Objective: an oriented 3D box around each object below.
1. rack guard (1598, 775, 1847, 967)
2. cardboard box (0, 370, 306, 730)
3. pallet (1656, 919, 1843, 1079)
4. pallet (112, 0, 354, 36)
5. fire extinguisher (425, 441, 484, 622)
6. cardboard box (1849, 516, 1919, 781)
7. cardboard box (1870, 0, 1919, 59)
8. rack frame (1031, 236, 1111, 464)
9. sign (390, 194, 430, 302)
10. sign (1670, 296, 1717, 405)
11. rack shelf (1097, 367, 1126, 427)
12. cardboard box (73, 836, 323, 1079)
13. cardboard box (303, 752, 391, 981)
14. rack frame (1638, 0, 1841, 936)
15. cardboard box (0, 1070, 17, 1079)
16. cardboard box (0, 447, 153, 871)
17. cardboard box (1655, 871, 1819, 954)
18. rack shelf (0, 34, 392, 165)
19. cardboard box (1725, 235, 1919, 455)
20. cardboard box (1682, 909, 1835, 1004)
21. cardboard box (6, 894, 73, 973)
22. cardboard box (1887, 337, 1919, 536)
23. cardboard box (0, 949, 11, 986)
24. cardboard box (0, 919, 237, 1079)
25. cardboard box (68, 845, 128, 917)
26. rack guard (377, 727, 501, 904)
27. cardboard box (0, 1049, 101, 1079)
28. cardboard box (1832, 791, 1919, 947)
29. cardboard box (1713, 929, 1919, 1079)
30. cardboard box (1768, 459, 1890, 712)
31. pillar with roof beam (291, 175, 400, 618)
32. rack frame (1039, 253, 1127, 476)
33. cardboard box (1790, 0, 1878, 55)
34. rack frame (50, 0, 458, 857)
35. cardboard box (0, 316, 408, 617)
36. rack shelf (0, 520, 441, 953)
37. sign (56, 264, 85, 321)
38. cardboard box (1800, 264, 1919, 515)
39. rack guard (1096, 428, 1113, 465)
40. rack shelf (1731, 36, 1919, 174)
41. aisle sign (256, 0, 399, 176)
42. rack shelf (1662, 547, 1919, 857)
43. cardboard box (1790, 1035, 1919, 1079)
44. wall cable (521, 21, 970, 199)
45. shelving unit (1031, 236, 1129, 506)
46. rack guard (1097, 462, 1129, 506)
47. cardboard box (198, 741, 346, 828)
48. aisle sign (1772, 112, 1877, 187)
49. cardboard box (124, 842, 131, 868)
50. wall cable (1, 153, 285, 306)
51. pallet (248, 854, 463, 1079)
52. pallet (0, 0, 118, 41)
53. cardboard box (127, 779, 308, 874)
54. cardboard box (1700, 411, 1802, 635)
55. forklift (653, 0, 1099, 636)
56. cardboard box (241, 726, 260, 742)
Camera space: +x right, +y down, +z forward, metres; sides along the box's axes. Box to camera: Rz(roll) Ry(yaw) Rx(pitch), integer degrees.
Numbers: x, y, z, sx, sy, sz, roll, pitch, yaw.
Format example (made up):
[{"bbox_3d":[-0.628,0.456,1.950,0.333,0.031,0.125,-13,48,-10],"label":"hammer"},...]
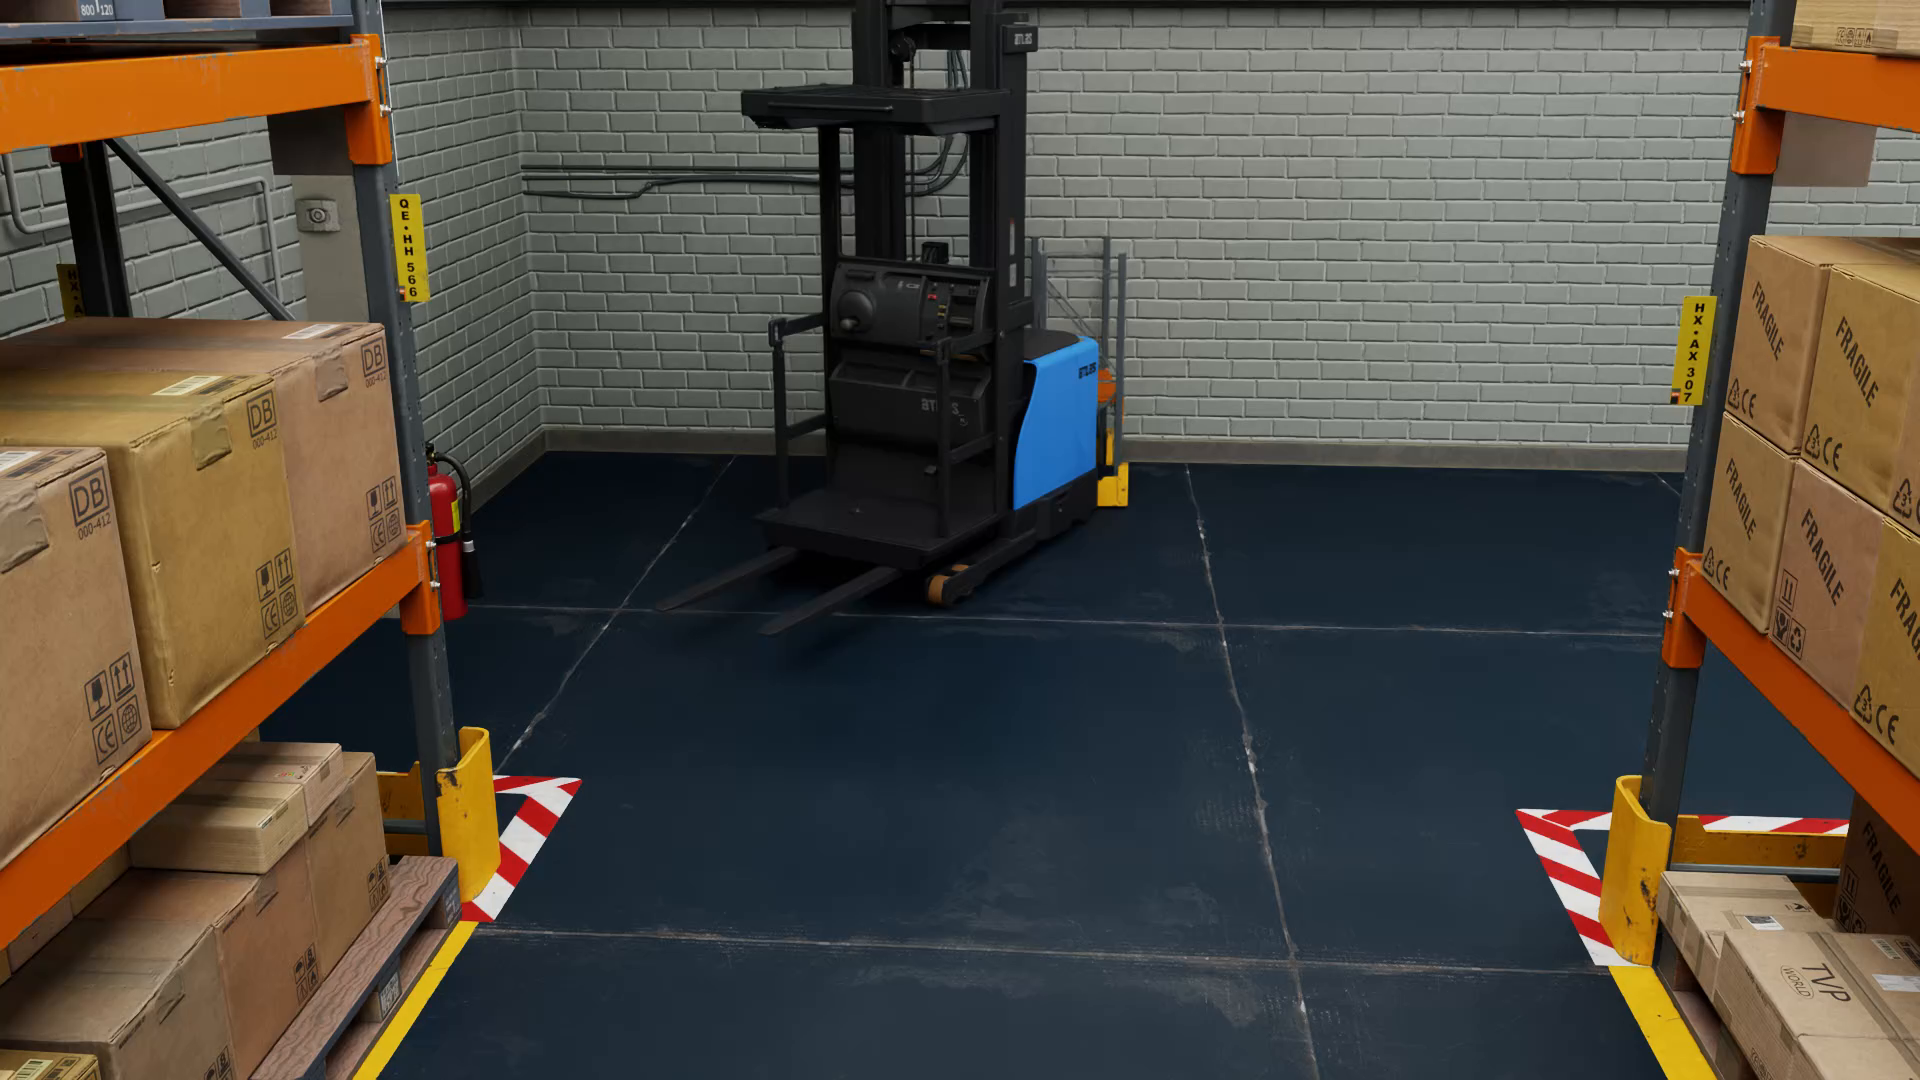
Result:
[{"bbox_3d":[2.710,1.075,5.339,1.175,0.500,0.348,1,18,4],"label":"rack guard"},{"bbox_3d":[-2.294,-0.003,4.134,0.980,0.700,0.700,1,18,3],"label":"cardboard box"},{"bbox_3d":[2.654,1.460,4.628,1.003,0.211,1.213,1,18,4],"label":"pallet"},{"bbox_3d":[-2.269,-1.398,4.198,1.003,0.211,1.213,1,18,4],"label":"pallet"},{"bbox_3d":[-1.755,-0.068,5.537,0.296,0.674,0.183,1,18,4],"label":"fire extinguisher"},{"bbox_3d":[2.350,0.264,3.638,0.500,0.500,0.500,1,18,4],"label":"cardboard box"},{"bbox_3d":[2.376,-1.181,3.635,0.500,0.250,0.500,1,18,4],"label":"cardboard box"},{"bbox_3d":[0.708,-1.206,10.763,0.500,1.500,0.032,0,16,0],"label":"rack frame"},{"bbox_3d":[-1.686,-0.892,5.088,0.100,0.325,0.005,1,18,4],"label":"sign"},{"bbox_3d":[2.174,-0.560,4.923,0.100,0.325,0.005,1,18,4],"label":"sign"},{"bbox_3d":[0.710,-0.894,10.323,0.538,0.185,1.000,0,16,0],"label":"rack shelf"},{"bbox_3d":[-2.212,1.118,4.535,0.700,0.500,0.500,1,18,4],"label":"cardboard box"},{"bbox_3d":[-2.176,0.962,5.009,0.700,0.500,0.500,1,18,4],"label":"cardboard box"},{"bbox_3d":[2.715,-0.136,5.021,1.000,3.000,0.127,1,18,4],"label":"rack frame"},{"bbox_3d":[-2.113,1.182,3.296,0.380,0.149,0.250,1,18,2],"label":"cardboard box"},{"bbox_3d":[-2.357,0.233,3.412,0.980,0.700,0.700,0,18,1],"label":"cardboard box"},{"bbox_3d":[2.342,1.132,5.023,0.380,0.149,0.250,1,18,4],"label":"cardboard box"},{"bbox_3d":[-2.369,-0.708,3.105,1.077,0.370,4.000,1,18,4],"label":"rack shelf"},{"bbox_3d":[2.420,-0.527,4.447,0.500,0.500,0.500,2,18,6],"label":"cardboard box"},{"bbox_3d":[2.325,1.201,4.784,0.380,0.166,0.250,1,18,4],"label":"cardboard box"},{"bbox_3d":[-2.438,0.925,4.081,0.380,0.149,0.250,2,18,5],"label":"cardboard box"},{"bbox_3d":[2.350,-0.209,3.478,0.500,0.500,0.500,2,18,5],"label":"cardboard box"},{"bbox_3d":[-2.456,1.005,3.838,0.380,0.149,0.250,1,18,4],"label":"cardboard box"},{"bbox_3d":[-2.248,1.274,4.058,0.700,0.500,0.500,1,18,2],"label":"cardboard box"},{"bbox_3d":[-2.421,0.846,4.323,0.380,0.149,0.250,1,18,4],"label":"cardboard box"},{"bbox_3d":[-2.224,0.935,5.767,1.175,0.500,0.348,1,18,4],"label":"rack guard"},{"bbox_3d":[-2.278,1.440,3.552,0.700,0.500,0.500,2,18,5],"label":"cardboard box"},{"bbox_3d":[2.922,1.017,4.810,0.500,0.500,0.500,1,18,4],"label":"cardboard box"},{"bbox_3d":[2.358,1.279,4.411,0.500,0.250,0.500,1,18,4],"label":"cardboard box"},{"bbox_3d":[2.389,0.109,4.114,0.500,0.500,0.500,1,18,3],"label":"cardboard box"},{"bbox_3d":[1.399,-3.858,6.746,9.100,9.000,0.400,1,18,4],"label":"pillar with roof beam"},{"bbox_3d":[0.711,-0.929,9.784,0.500,1.500,0.032,0,16,0],"label":"rack frame"},{"bbox_3d":[2.425,-1.336,4.108,0.500,0.250,0.500,1,18,4],"label":"cardboard box"},{"bbox_3d":[-2.226,-0.246,5.355,1.000,3.000,0.127,1,18,4],"label":"rack frame"},{"bbox_3d":[-2.252,-0.230,4.825,0.980,0.700,0.700,2,18,6],"label":"cardboard box"},{"bbox_3d":[-2.369,0.717,3.572,1.077,0.370,4.000,1,18,4],"label":"rack shelf"},{"bbox_3d":[-2.779,-0.709,5.252,0.100,0.325,0.005,1,18,4],"label":"sign"},{"bbox_3d":[2.391,-0.364,3.951,0.500,0.500,0.500,1,18,4],"label":"cardboard box"},{"bbox_3d":[0.710,-0.604,10.932,0.587,0.250,0.087,0,16,0],"label":"rack guard"},{"bbox_3d":[2.572,-0.599,2.771,1.077,0.370,4.000,1,18,4],"label":"rack shelf"},{"bbox_3d":[-1.922,-1.497,4.998,0.394,0.787,0.004,1,18,4],"label":"aisle sign"},{"bbox_3d":[2.572,0.827,3.238,1.077,0.370,4.000,1,18,4],"label":"rack shelf"},{"bbox_3d":[2.322,1.435,3.937,0.500,0.250,0.500,1,18,4],"label":"cardboard box"},{"bbox_3d":[-1.464,-3.370,10.241,3.097,2.526,0.112,1,18,4],"label":"wall cable"},{"bbox_3d":[0.709,-1.070,10.282,0.587,1.500,1.083,0,16,0],"label":"shelving unit"},{"bbox_3d":[0.713,-0.333,9.973,0.587,0.250,0.087,0,16,0],"label":"rack guard"},{"bbox_3d":[-2.004,0.698,4.774,0.380,0.149,0.250,1,18,3],"label":"cardboard box"},{"bbox_3d":[2.427,-1.399,4.701,0.394,0.787,0.004,1,18,4],"label":"aisle sign"},{"bbox_3d":[-2.402,0.768,4.560,0.380,0.149,0.250,1,18,4],"label":"cardboard box"},{"bbox_3d":[-3.078,-1.147,6.475,0.084,1.984,1.851,1,18,4],"label":"wall cable"},{"bbox_3d":[-2.205,1.330,5.026,1.003,0.211,1.213,1,18,4],"label":"pallet"},{"bbox_3d":[-2.353,-1.018,3.039,1.003,0.211,1.213,1,18,4],"label":"pallet"},{"bbox_3d":[-2.021,0.777,4.531,0.380,0.149,0.250,2,18,5],"label":"cardboard box"},{"bbox_3d":[2.420,-0.052,4.603,0.500,0.500,0.500,2,18,5],"label":"cardboard box"},{"bbox_3d":[-0.372,-1.215,8.425,1.130,2.935,3.031,10,21,29],"label":"forklift"},{"bbox_3d":[-2.367,0.611,5.040,0.380,0.149,0.250,1,18,4],"label":"cardboard box"}]
